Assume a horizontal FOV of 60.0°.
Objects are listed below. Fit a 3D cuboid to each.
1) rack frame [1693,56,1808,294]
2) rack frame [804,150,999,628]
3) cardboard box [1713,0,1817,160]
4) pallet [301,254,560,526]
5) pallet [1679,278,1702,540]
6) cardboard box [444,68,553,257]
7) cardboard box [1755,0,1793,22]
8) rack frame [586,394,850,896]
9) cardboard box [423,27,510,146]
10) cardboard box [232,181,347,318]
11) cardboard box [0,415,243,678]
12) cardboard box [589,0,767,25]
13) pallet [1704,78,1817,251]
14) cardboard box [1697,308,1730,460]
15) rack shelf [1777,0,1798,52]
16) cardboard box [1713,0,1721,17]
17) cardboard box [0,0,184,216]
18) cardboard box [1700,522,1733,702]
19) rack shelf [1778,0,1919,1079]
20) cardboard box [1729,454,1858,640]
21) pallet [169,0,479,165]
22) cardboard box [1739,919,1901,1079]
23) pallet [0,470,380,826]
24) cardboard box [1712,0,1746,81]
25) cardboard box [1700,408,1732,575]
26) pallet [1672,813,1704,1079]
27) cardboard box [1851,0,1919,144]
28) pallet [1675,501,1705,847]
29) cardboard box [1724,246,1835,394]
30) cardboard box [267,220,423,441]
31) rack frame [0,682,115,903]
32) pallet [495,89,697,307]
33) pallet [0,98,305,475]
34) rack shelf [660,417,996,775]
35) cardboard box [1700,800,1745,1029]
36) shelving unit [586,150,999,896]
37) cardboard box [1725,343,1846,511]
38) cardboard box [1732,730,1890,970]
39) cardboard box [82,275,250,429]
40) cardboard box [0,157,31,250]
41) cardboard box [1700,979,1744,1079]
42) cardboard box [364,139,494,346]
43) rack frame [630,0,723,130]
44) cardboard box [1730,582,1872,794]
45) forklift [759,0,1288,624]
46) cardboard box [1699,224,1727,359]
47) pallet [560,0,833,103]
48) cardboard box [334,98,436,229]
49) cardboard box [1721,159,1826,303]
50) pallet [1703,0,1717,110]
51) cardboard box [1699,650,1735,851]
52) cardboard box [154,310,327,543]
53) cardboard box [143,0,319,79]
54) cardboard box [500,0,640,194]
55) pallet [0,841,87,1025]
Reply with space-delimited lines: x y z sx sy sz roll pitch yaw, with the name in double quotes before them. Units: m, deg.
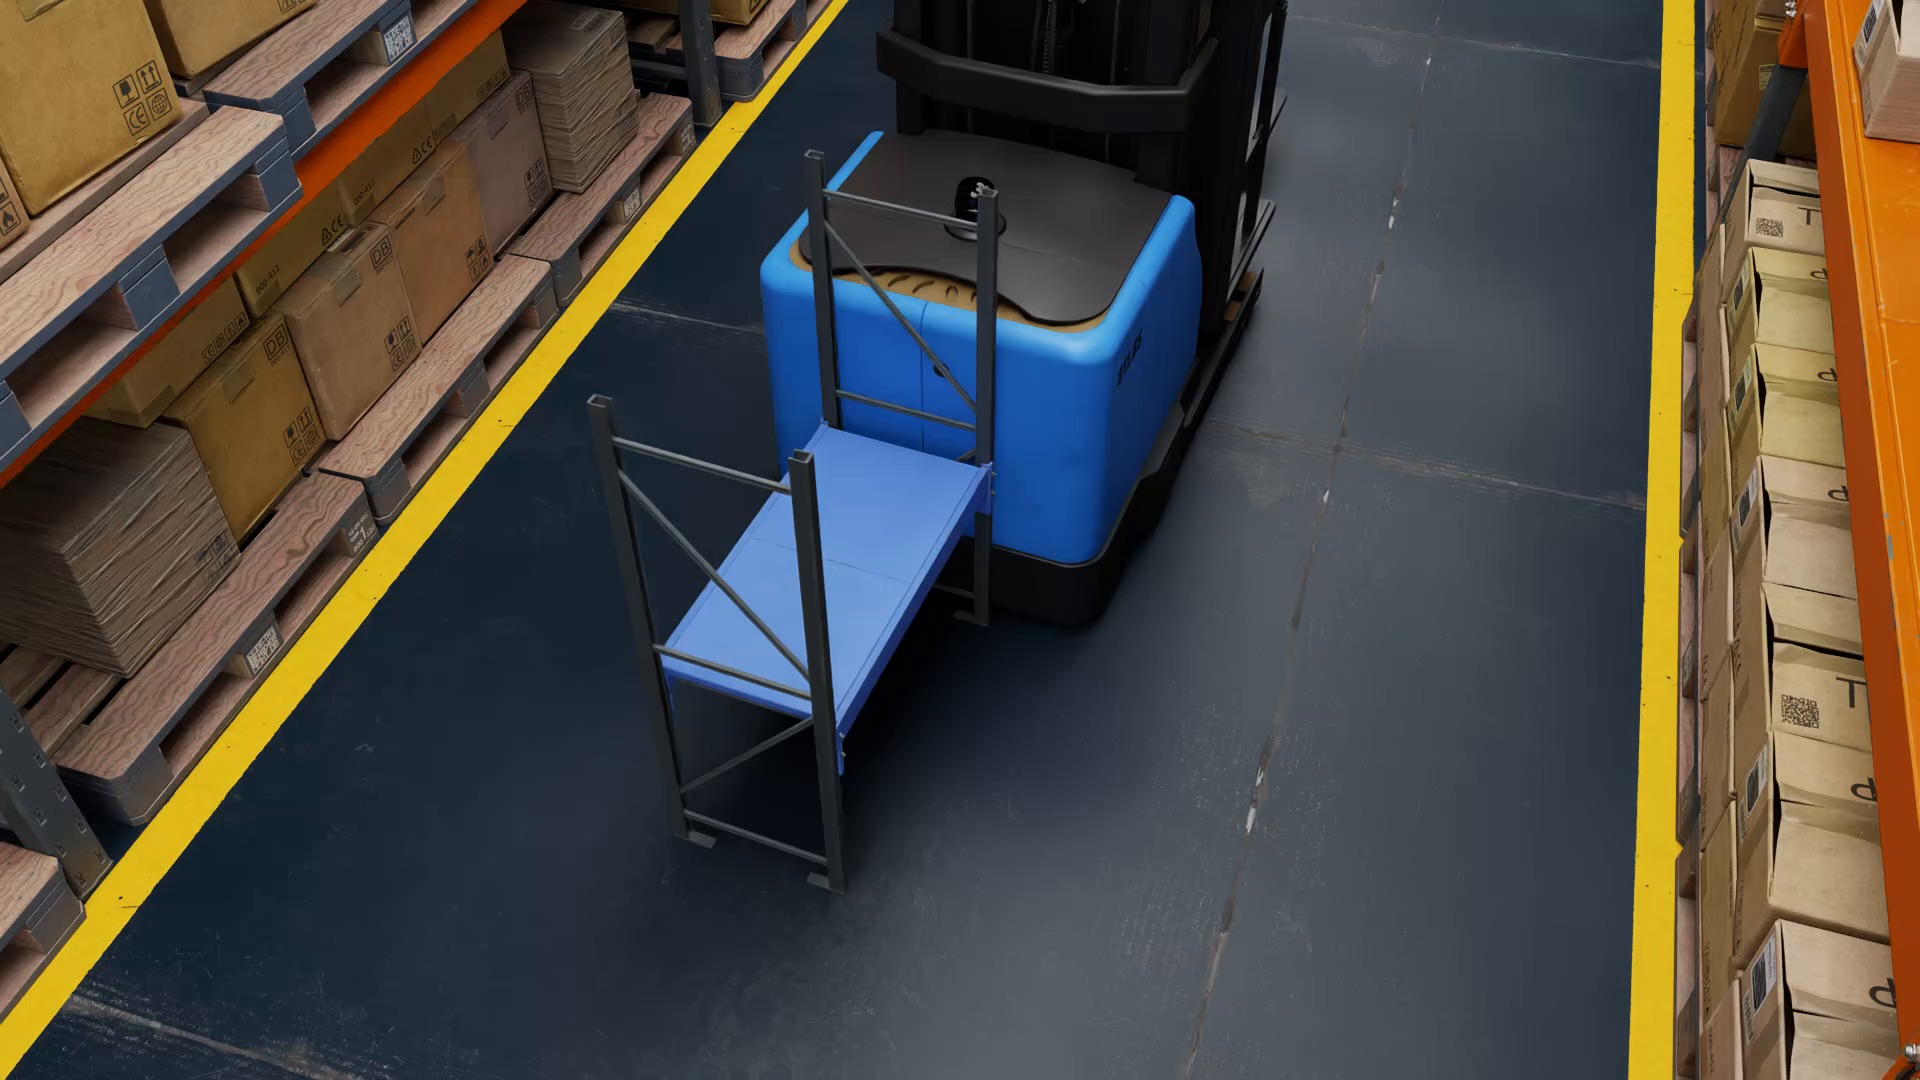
"rack frame" 3.215 -1.902 5.049 1.000 3.000 0.127 13 46 13
"rack frame" -0.145 -0.349 4.534 0.500 1.500 0.032 16 47 16
"cardboard box" 3.274 -1.839 6.458 0.500 0.500 0.500 14 46 14
"pallet" -2.117 -0.621 5.734 1.003 0.211 1.213 13 46 13
"pallet" 2.928 -0.365 5.472 1.003 0.211 1.213 13 46 13
"cardboard box" -1.943 -1.403 6.012 0.700 0.500 0.500 12 46 12
"cardboard box" 3.287 -2.146 6.235 0.500 0.250 0.500 14 46 14
"rack frame" -0.525 0.311 3.860 0.500 1.500 0.032 16 47 16
"cardboard box" -1.908 -1.623 5.701 0.500 0.250 0.500 13 46 13
"cardboard box" -2.228 -0.951 5.013 0.500 0.250 0.500 11 46 11
"cardboard box" -2.512 -0.041 4.620 0.700 0.500 0.500 14 46 14
"cardboard box" -1.160 -2.793 7.197 0.750 0.750 0.750 12 46 12
"pallet" 3.477 -1.395 6.525 1.003 0.211 1.213 13 46 13
"cardboard box" 2.625 -0.448 5.228 0.500 0.250 0.500 11 46 11
"rack shelf" 3.820 -2.978 6.663 1.077 0.370 4.000 13 46 13
"cardboard box" 3.584 -2.535 7.169 0.500 0.500 0.500 11 45 11
"cardboard box" -2.356 -1.179 3.924 0.700 0.500 0.500 17 47 17
"cardboard box" 2.317 0.242 4.524 0.500 0.250 0.500 13 46 13
"rack shelf" 2.609 -0.312 3.939 1.077 0.370 4.000 13 46 13
"cardboard box" 2.313 0.051 4.318 0.500 0.311 0.500 12 46 12
"pallet" -2.068 -1.552 4.829 1.003 0.211 1.213 13 46 13
"cardboard box" 1.853 1.065 3.281 0.500 0.311 0.500 13 46 13
"pallet" -2.485 0.194 4.900 1.003 0.211 1.213 13 46 13
"cardboard box" 3.431 -2.184 6.810 0.500 0.500 0.500 11 45 11
"cardboard box" 2.473 -0.100 4.873 0.500 0.250 0.500 11 46 11
"pallet" 2.189 1.261 3.810 1.003 0.211 1.213 13 46 13
"cardboard box" 2.759 -1.315 4.513 0.500 0.311 0.500 12 46 12
"pallet" 2.557 0.445 4.644 1.003 0.211 1.213 13 46 13
"cardboard box" 2.625 -0.631 5.015 0.500 0.311 0.500 11 46 12
"cardboard box" -2.210 -0.727 5.321 0.700 0.500 0.500 13 46 13
"rack frame" -2.719 -0.283 3.394 1.000 3.000 0.127 13 46 13
"pallet" -1.746 -1.432 6.562 1.003 0.211 1.213 13 46 13
"pallet" -2.349 -0.693 3.951 1.003 0.211 1.213 13 46 13
"rack shelf" -0.335 0.110 4.323 0.538 0.185 1.000 16 47 16
"cardboard box" 2.007 0.922 3.829 0.500 0.250 0.500 12 46 12
"shelving unit" -0.335 -0.019 4.197 0.538 1.500 1.048 16 47 16
"cardboard box" 2.468 -0.292 4.668 0.500 0.311 0.500 11 46 11
"cardboard box" 2.004 0.717 3.637 0.500 0.311 0.500 14 46 14
"cardboard box" -2.382 -0.603 4.658 0.500 0.250 0.500 12 46 12
"cardboard box" -2.532 -0.808 3.545 0.700 0.500 0.500 13 46 13
"cardboard box" 1.852 1.259 3.485 0.500 0.250 0.500 12 46 12
"cardboard box" -2.066 -1.066 5.667 0.700 0.500 0.500 12 46 12
"rack frame" -1.508 -2.949 6.119 1.000 3.000 0.127 13 46 13
"cardboard box" 2.158 0.385 3.976 0.500 0.311 0.500 12 46 12
"forklift" 0.460 -1.845 5.039 1.130 2.935 3.031 16 47 16
"cardboard box" 2.776 -0.783 5.571 0.500 0.250 0.500 12 46 12
"pallet" -1.197 -2.462 7.615 1.003 0.211 1.213 13 46 13
"cardboard box" -2.059 -1.279 5.349 0.500 0.250 0.500 12 46 12
"cardboard box" 2.776 -0.983 5.375 0.500 0.311 0.500 14 46 14
"pallet" 3.848 -2.206 7.353 1.003 0.211 1.213 13 46 13
"cardboard box" 2.162 0.581 4.177 0.500 0.250 0.500 13 46 13
"cardboard box" -2.403 -0.396 4.983 0.700 0.500 0.500 12 46 12
"cardboard box" -2.187 -1.624 4.379 0.700 0.500 0.500 19 47 18
"cardboard box" -1.676 -1.722 6.338 0.700 0.500 0.500 13 46 13
"pallet" -2.889 1.169 3.905 1.003 0.211 1.213 13 46 13
